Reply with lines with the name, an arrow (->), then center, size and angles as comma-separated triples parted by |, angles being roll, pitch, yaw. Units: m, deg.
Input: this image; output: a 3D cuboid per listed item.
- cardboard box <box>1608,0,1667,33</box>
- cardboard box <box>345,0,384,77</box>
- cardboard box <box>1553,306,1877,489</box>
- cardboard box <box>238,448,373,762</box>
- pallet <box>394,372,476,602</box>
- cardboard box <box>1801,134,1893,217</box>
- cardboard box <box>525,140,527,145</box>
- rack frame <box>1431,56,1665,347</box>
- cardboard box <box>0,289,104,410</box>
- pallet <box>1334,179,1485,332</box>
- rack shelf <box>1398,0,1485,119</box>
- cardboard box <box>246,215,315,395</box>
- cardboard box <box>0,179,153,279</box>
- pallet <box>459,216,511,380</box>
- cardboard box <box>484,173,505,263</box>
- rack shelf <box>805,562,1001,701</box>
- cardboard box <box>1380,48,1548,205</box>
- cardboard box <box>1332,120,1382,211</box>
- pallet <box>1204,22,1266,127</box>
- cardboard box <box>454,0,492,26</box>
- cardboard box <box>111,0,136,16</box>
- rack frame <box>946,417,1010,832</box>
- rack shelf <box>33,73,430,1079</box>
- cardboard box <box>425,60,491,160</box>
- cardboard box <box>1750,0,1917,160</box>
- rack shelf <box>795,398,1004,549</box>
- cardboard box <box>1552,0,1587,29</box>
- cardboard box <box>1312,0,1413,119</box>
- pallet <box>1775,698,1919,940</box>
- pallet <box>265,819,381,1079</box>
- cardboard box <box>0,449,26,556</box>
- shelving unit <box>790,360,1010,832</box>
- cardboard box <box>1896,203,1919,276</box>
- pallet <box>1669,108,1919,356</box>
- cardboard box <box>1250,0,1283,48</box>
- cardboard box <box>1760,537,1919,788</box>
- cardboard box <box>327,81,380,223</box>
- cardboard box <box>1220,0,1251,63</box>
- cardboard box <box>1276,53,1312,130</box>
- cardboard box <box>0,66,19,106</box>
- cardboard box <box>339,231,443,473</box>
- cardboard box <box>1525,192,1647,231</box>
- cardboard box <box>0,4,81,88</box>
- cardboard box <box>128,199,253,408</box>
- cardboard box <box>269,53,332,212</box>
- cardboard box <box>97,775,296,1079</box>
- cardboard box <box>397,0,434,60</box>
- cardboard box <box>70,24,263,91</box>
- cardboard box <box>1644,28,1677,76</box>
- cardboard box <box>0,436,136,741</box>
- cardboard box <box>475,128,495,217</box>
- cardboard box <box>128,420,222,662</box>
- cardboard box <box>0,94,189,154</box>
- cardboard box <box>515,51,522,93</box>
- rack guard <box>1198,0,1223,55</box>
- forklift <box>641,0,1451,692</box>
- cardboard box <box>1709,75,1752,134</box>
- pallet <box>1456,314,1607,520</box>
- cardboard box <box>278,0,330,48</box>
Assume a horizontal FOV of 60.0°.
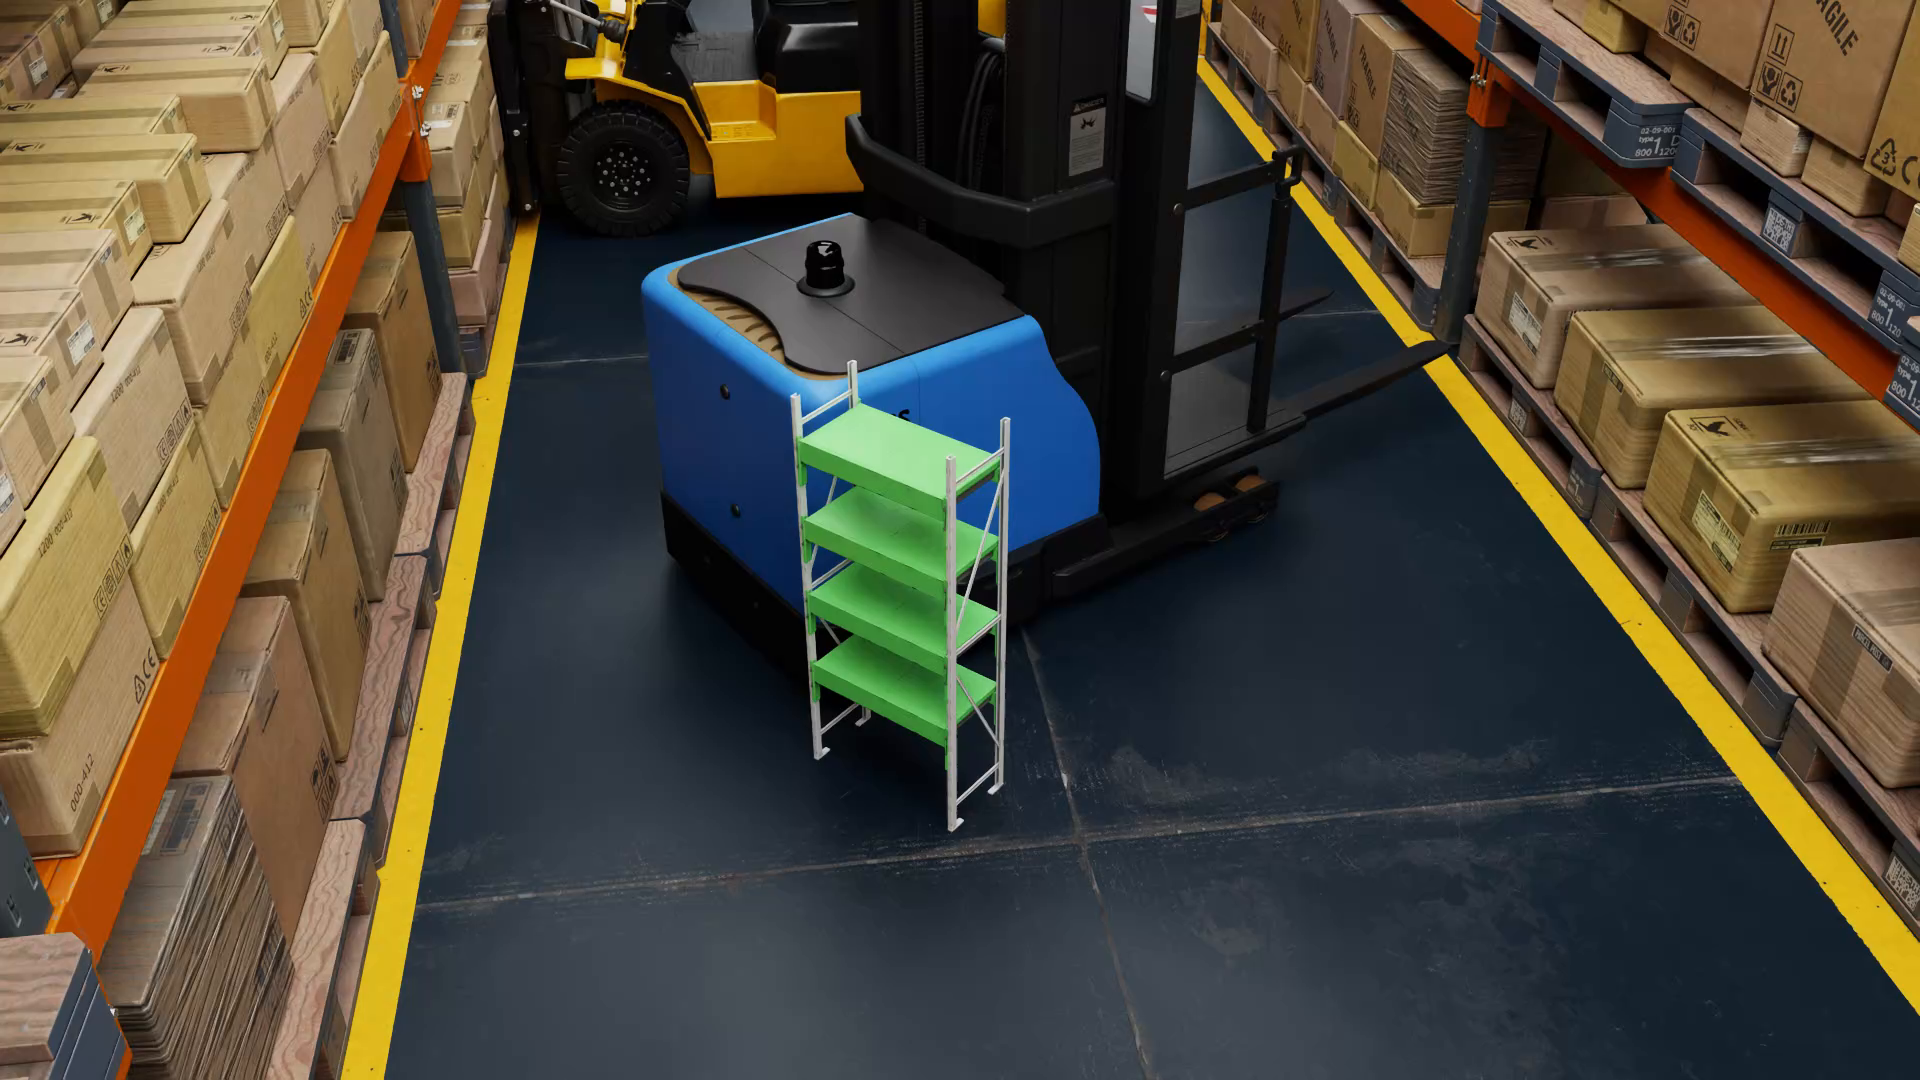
cardboard box -> 2.344, -1.891, 5.135 | 0.500, 0.500, 0.500 | -4, 35, -6
cardboard box -> -2.102, -1.628, 5.164 | 0.500, 0.250, 0.500 | -5, 35, -7
cardboard box -> 2.670, -0.510, 5.795 | 0.950, 0.372, 0.625 | -2, 34, -3
cardboard box -> -2.140, 0.213, 4.509 | 0.875, 0.625, 0.625 | -6, 35, -8
pallet -> -2.283, -0.177, 5.823 | 1.003, 0.211, 1.213 | -4, 35, -6
cardboard box -> 2.471, -0.977, 4.370 | 0.380, 0.149, 0.250 | -5, 35, -8
cardboard box -> -2.375, -1.923, 7.976 | 0.500, 0.250, 0.500 | -3, 34, -5
rack frame -> 2.497, -2.116, 6.191 | 1.000, 3.000, 0.127 | -4, 35, -6
cardboard box -> -1.731, -0.306, 2.870 | 0.380, 0.149, 0.250 | -3, 34, -5
pallet -> 2.372, -1.336, 7.522 | 1.003, 0.211, 1.213 | -4, 35, -6
rack shelf -> 2.228, -2.935, 8.031 | 1.077, 0.370, 4.000 | -4, 35, -6
cardboard box -> -1.908, -0.567, 4.052 | 0.500, 0.250, 0.500 | -3, 34, -5
cardboard box -> -1.842, -0.588, 3.285 | 0.380, 0.149, 0.250 | -4, 34, -6
pallet -> -2.486, -1.032, 7.077 | 1.003, 0.211, 1.213 | -4, 35, -6
cardboard box -> -2.242, -1.352, 7.139 | 0.500, 0.250, 0.500 | -5, 35, -7
rack shelf -> -0.150, 0.222, 4.473 | 0.480, 0.148, 0.258 | 23, 41, 30
cardboard box -> 2.152, -1.773, 7.091 | 0.500, 0.500, 0.500 | -5, 35, -7
cardboard box -> 2.070, -1.759, 7.736 | 0.500, 0.250, 0.500 | -5, 35, -8
pallet -> 2.044, -2.697, 9.520 | 1.003, 0.211, 1.213 | -4, 35, -6
cardboard box -> -2.375, -2.338, 7.699 | 0.500, 0.250, 0.500 | -5, 35, -7
cardboard box -> -2.569, -1.542, 4.684 | 0.380, 0.149, 0.250 | -4, 35, -7
rack frame -> 0.044, 0.252, 4.315 | 0.015, 1.200, 0.240 | 23, 41, 30
rack shelf -> -2.152, -0.324, 4.201 | 1.077, 0.370, 4.000 | -4, 35, -6
cardboard box -> -2.234, -1.768, 6.862 | 0.500, 0.250, 0.500 | -4, 35, -6
cardboard box -> 2.477, -1.328, 4.309 | 0.500, 0.500, 0.500 | -6, 35, -8
rack shelf -> -0.150, -0.175, 4.202 | 0.480, 0.148, 0.258 | 23, 41, 30
cardboard box -> 2.258, -1.853, 5.656 | 0.380, 0.149, 0.250 | -4, 34, -6
cardboard box -> 2.012, -2.341, 7.925 | 0.500, 0.500, 0.500 | -3, 34, -4
pallet -> 2.931, 0.832, 4.341 | 1.003, 0.211, 1.213 | -4, 35, -6
pallet -> -1.955, 1.184, 3.825 | 1.003, 0.211, 1.213 | -4, 35, -6
cardboard box -> -1.634, -0.015, 2.444 | 0.380, 0.149, 0.250 | -3, 34, -5
shelving unit -> -0.150, 0.169, 4.437 | 0.503, 1.200, 0.258 | 23, 41, 30
cardboard box -> 2.495, -0.693, 3.954 | 0.380, 0.149, 0.250 | -4, 34, -6
pallet -> 2.728, -0.906, 4.586 | 1.003, 0.211, 1.213 | -4, 35, -6
cardboard box -> 1.872, -2.919, 8.773 | 0.500, 0.500, 0.500 | -6, 35, -8
cardboard box -> 2.862, 0.301, 4.605 | 0.950, 0.372, 0.625 | -5, 35, -7
cardboard box -> -2.021, -1.134, 4.884 | 0.500, 0.250, 0.500 | -5, 35, -7
cardboard box -> 1.794, -2.914, 9.431 | 0.500, 0.250, 0.500 | -5, 35, -7
cardboard box -> 1.941, -2.325, 8.567 | 0.500, 0.250, 0.500 | -2, 34, -3
cardboard box -> -2.427, -0.980, 3.860 | 0.380, 0.149, 0.250 | -4, 34, -6
cardboard box -> -2.340, -0.640, 5.761 | 0.875, 0.625, 0.625 | -3, 34, -4
cardboard box -> 2.685, -1.503, 7.360 | 0.500, 0.250, 0.500 | -6, 35, -9
cardboard box -> -2.506, -1.260, 4.270 | 0.380, 0.149, 0.250 | -4, 35, -6
cardboard box -> -1.819, -0.489, 3.494 | 0.500, 0.250, 0.500 | -5, 35, -8
cardboard box -> -1.962, -1.055, 4.324 | 0.500, 0.250, 0.500 | -4, 34, -5
cardboard box -> -1.953, 0.953, 3.424 | 0.875, 0.625, 0.625 | -3, 34, -5
cardboard box -> -2.222, -2.046, 6.001 | 0.500, 0.500, 0.500 | -5, 35, -8
cardboard box -> -1.954, -1.162, 4.127 | 0.380, 0.149, 0.250 | -4, 34, -6
cardboard box -> 2.397, -1.561, 5.227 | 0.380, 0.149, 0.250 | -2, 34, -3
cardboard box -> -1.676, 0.082, 2.656 | 0.500, 0.250, 0.500 | -4, 35, -6
cardboard box -> -2.250, -1.556, 6.994 | 0.500, 0.250, 0.500 | -5, 35, -7
cardboard box -> -1.763, 0.009, 3.206 | 0.500, 0.250, 0.500 | -5, 35, -7
cardboard box -> -1.949, -0.872, 3.702 | 0.380, 0.149, 0.250 | -4, 35, -6
cardboard box -> -2.437, -2.399, 8.231 | 0.500, 0.250, 0.500 | -5, 35, -7
rack guard -> 1.969, -3.273, 10.108 | 1.175, 0.500, 0.348 | -4, 35, -6
forklift -> 0.499, -1.421, 5.233 | 3.031, 2.935, 1.130 | -23, 40, -30
cardboard box -> 2.422, -1.276, 4.809 | 0.380, 0.149, 0.250 | -4, 34, -6
pallet -> 2.603, -0.529, 6.339 | 1.003, 0.211, 1.213 | -4, 35, -6
cardboard box -> -1.955, -1.453, 4.554 | 0.380, 0.149, 0.250 | -5, 35, -8
